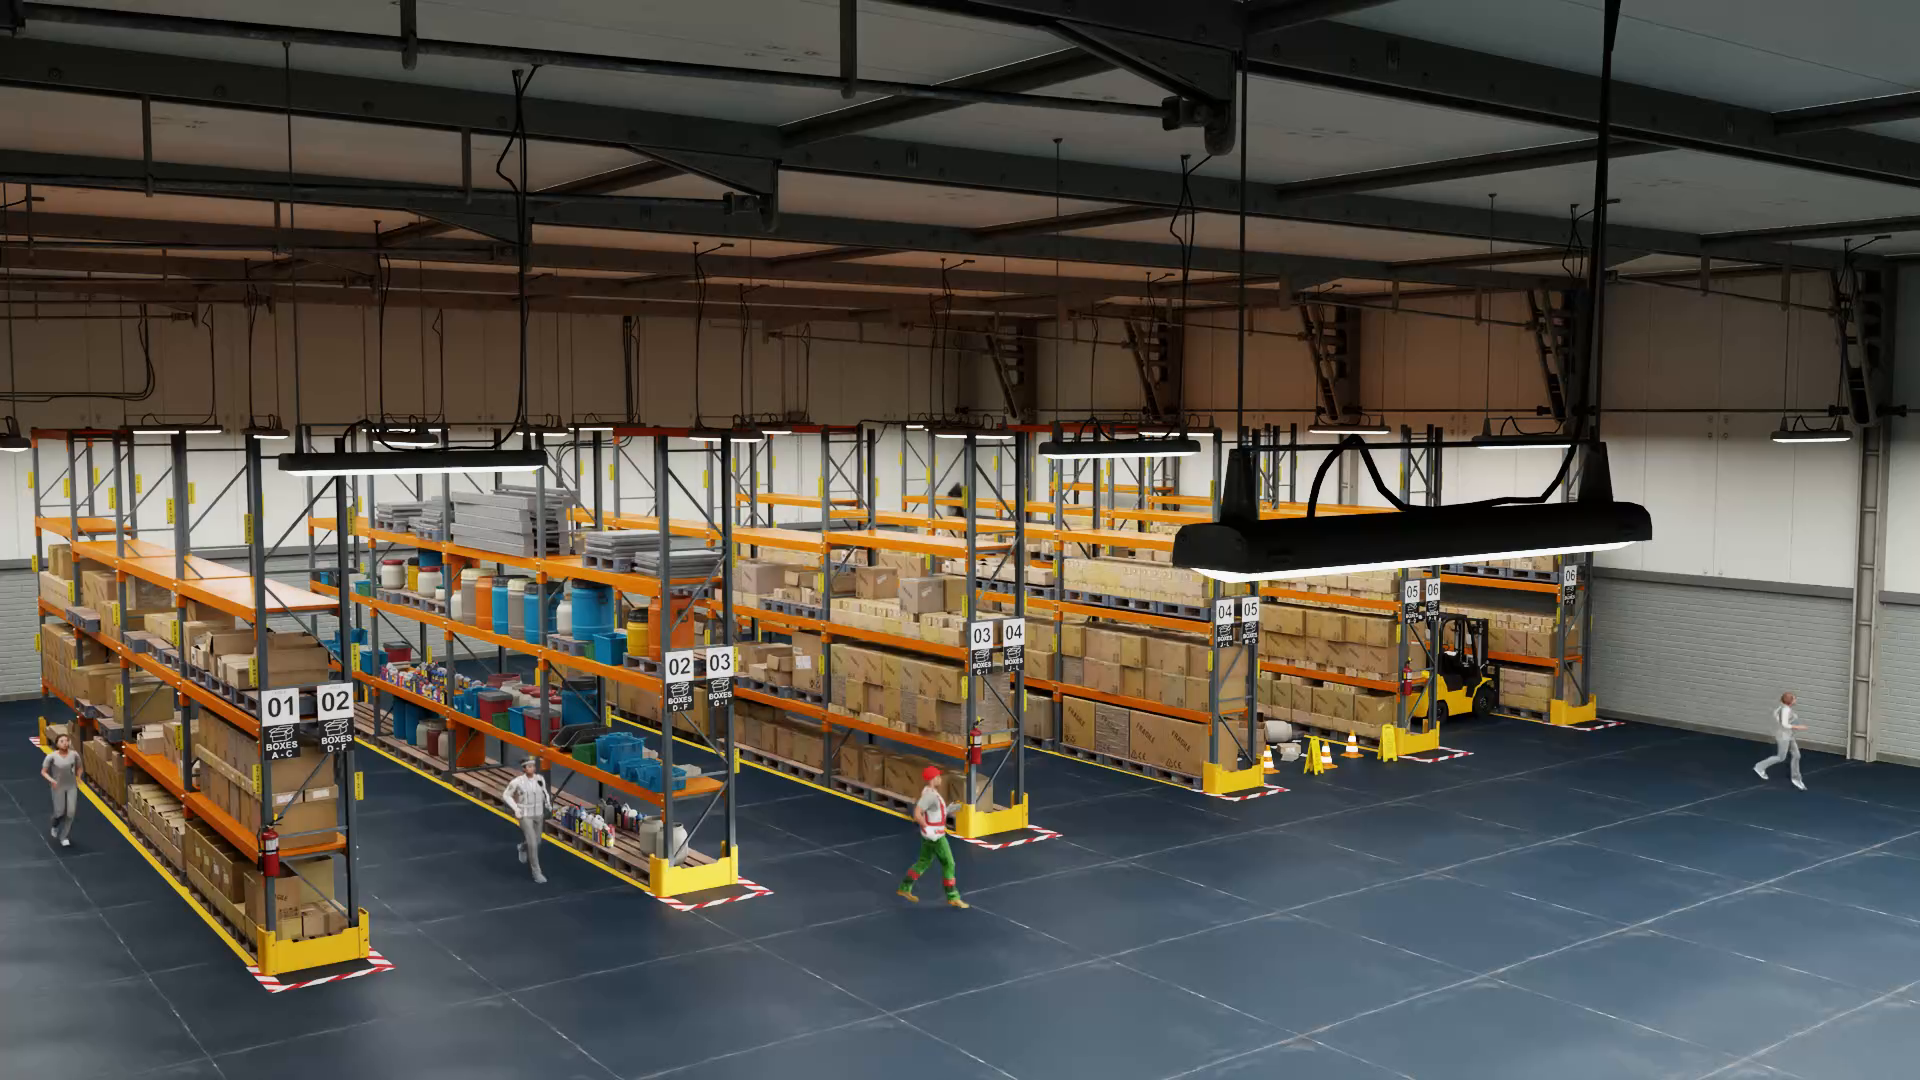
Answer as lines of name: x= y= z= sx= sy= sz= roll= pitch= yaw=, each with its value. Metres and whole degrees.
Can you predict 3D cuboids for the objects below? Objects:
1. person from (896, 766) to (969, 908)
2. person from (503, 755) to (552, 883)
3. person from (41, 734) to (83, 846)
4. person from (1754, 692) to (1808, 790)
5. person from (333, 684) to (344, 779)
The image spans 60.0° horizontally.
person: x=-0.344 y=3.761 z=21.045 sx=0.918 sy=1.814 sz=0.656 roll=-1 pitch=5 yaw=-10
person: x=-5.832 y=3.740 z=22.496 sx=0.618 sy=1.694 sz=0.804 roll=-4 pitch=6 yaw=-42
person: x=-13.046 y=3.617 z=24.206 sx=0.548 sy=1.622 sz=0.558 roll=-4 pitch=6 yaw=-43
person: x=13.805 y=3.364 z=27.928 sx=0.826 sy=1.627 sz=0.569 roll=3 pitch=5 yaw=33
person: x=-10.675 y=3.275 z=28.394 sx=0.579 sy=1.648 sz=0.643 roll=-4 pitch=6 yaw=-38
